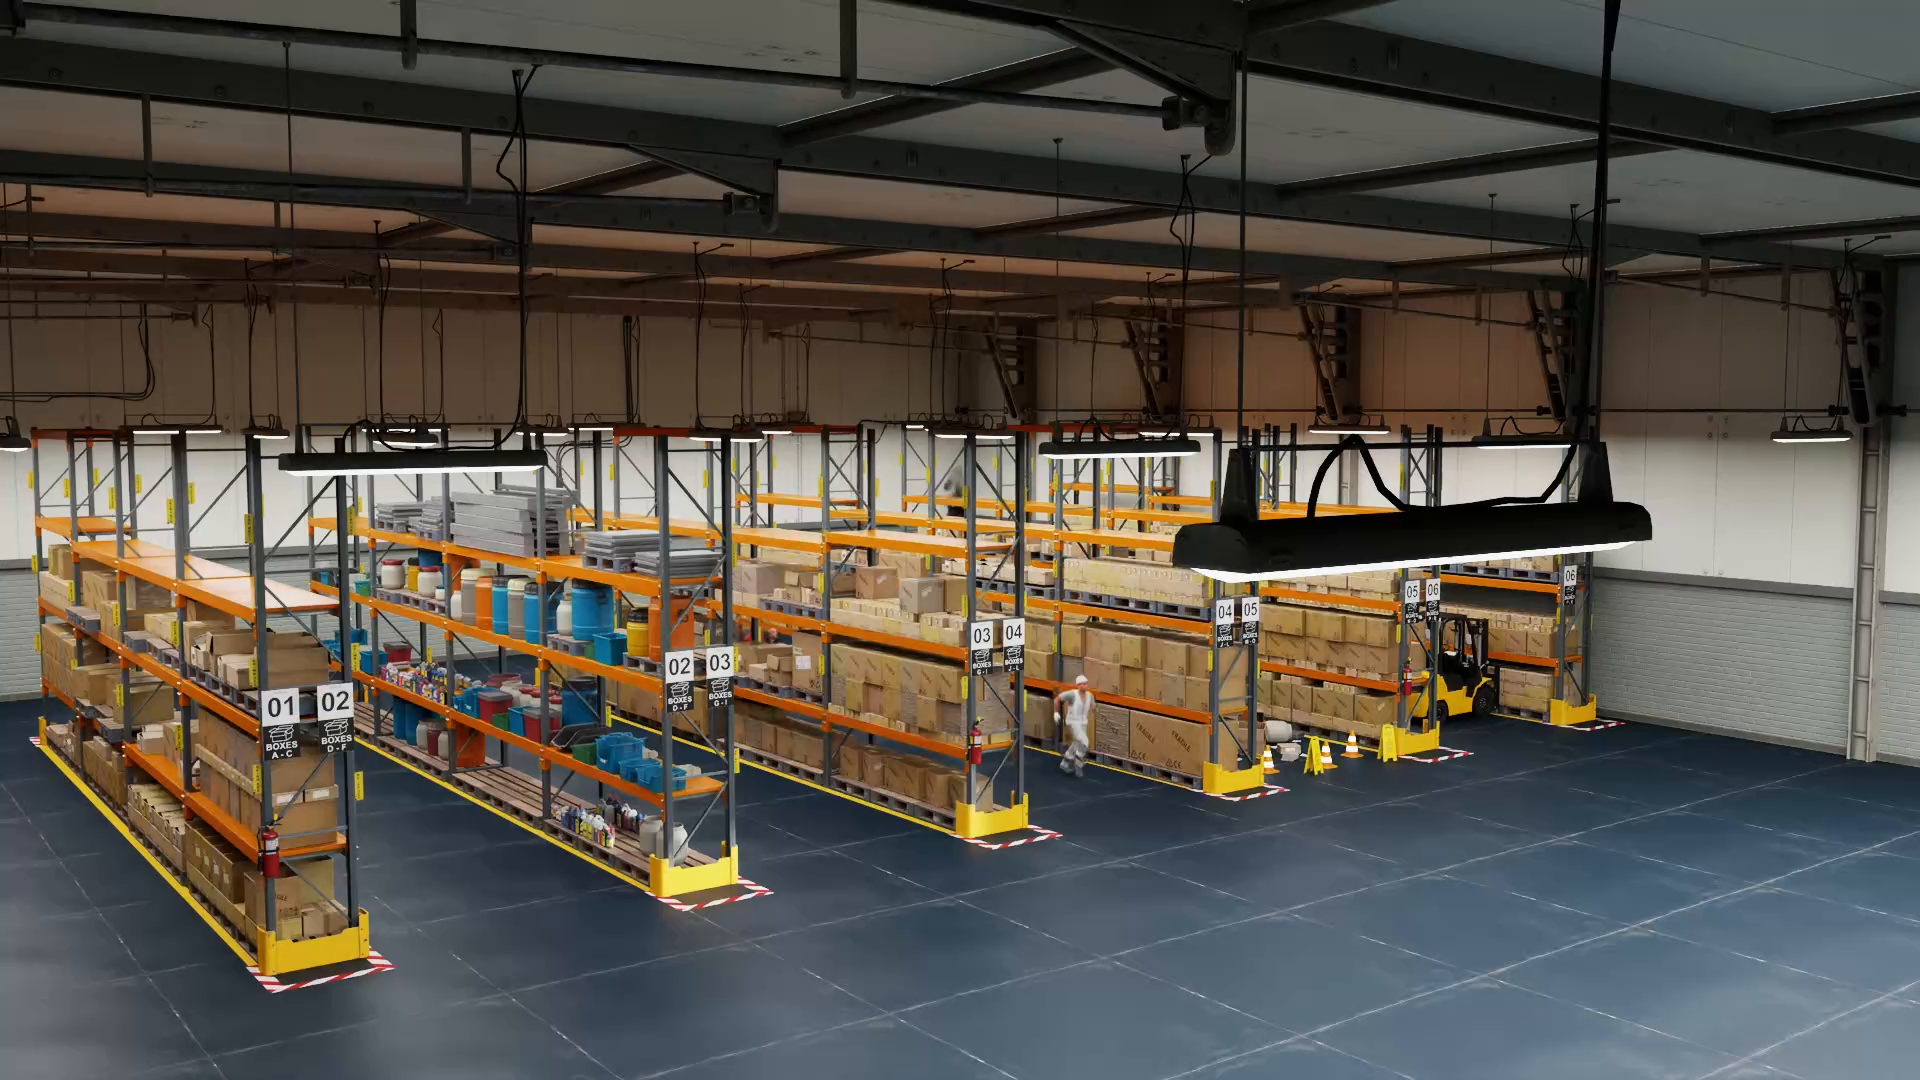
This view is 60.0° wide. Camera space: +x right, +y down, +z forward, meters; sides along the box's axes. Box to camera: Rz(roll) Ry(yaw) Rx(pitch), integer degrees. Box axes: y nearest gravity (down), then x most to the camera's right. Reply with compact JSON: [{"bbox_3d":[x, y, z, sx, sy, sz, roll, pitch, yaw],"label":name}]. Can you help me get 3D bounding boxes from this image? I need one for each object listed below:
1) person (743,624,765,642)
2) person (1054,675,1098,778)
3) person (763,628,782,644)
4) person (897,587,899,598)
[{"bbox_3d":[-4.479,2.622,36.579,0.644,1.674,0.622,-4,6,-45],"label":"person"},{"bbox_3d":[2.014,3.196,28.576,0.695,1.767,0.826,-3,6,-37],"label":"person"},{"bbox_3d":[-3.934,2.713,35.328,0.591,1.680,0.644,4,6,40],"label":"person"},{"bbox_3d":[-1.611,2.031,44.754,0.616,1.625,0.625,0,4,-3],"label":"person"}]
